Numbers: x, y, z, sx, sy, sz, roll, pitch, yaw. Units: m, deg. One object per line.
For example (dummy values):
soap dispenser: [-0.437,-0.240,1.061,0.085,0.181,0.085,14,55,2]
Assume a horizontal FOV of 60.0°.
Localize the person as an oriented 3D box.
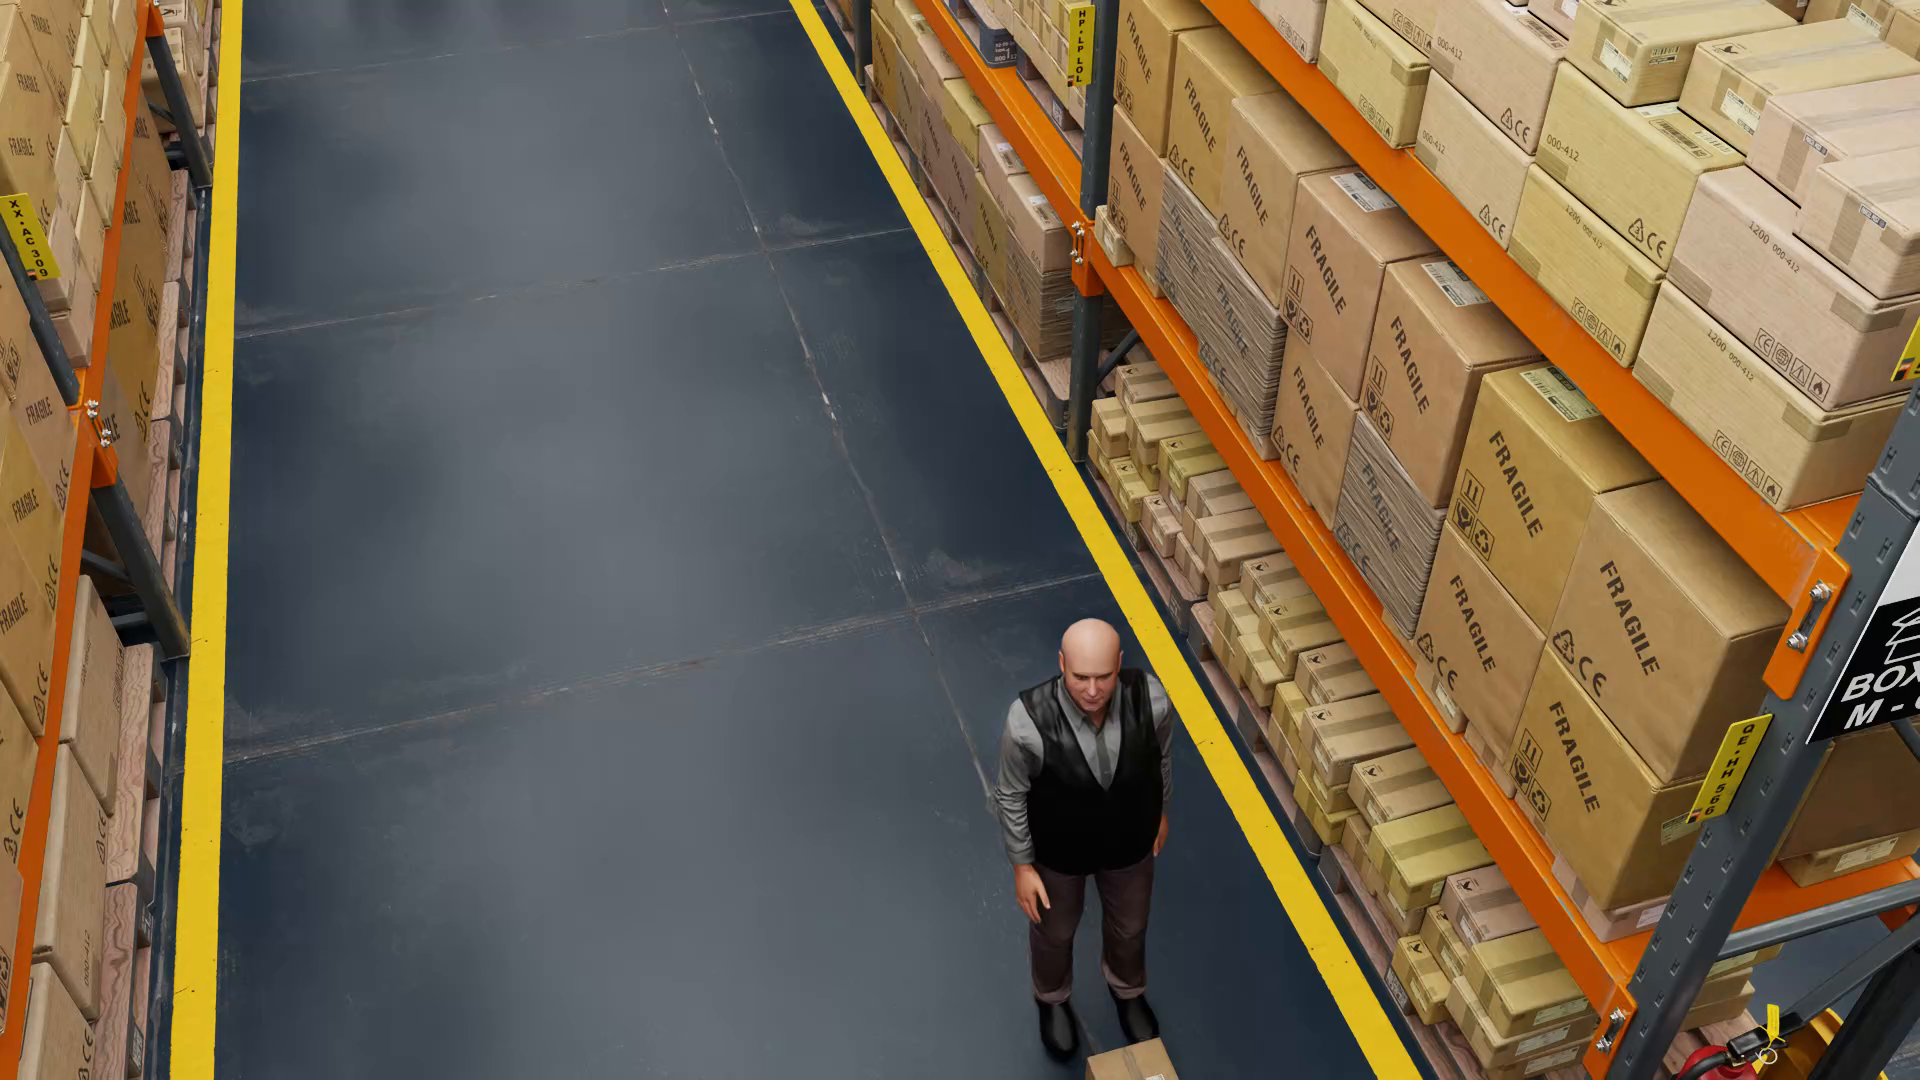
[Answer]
person: [0.419,0.937,5.127,0.539,1.733,0.383,-12,43,-13]
